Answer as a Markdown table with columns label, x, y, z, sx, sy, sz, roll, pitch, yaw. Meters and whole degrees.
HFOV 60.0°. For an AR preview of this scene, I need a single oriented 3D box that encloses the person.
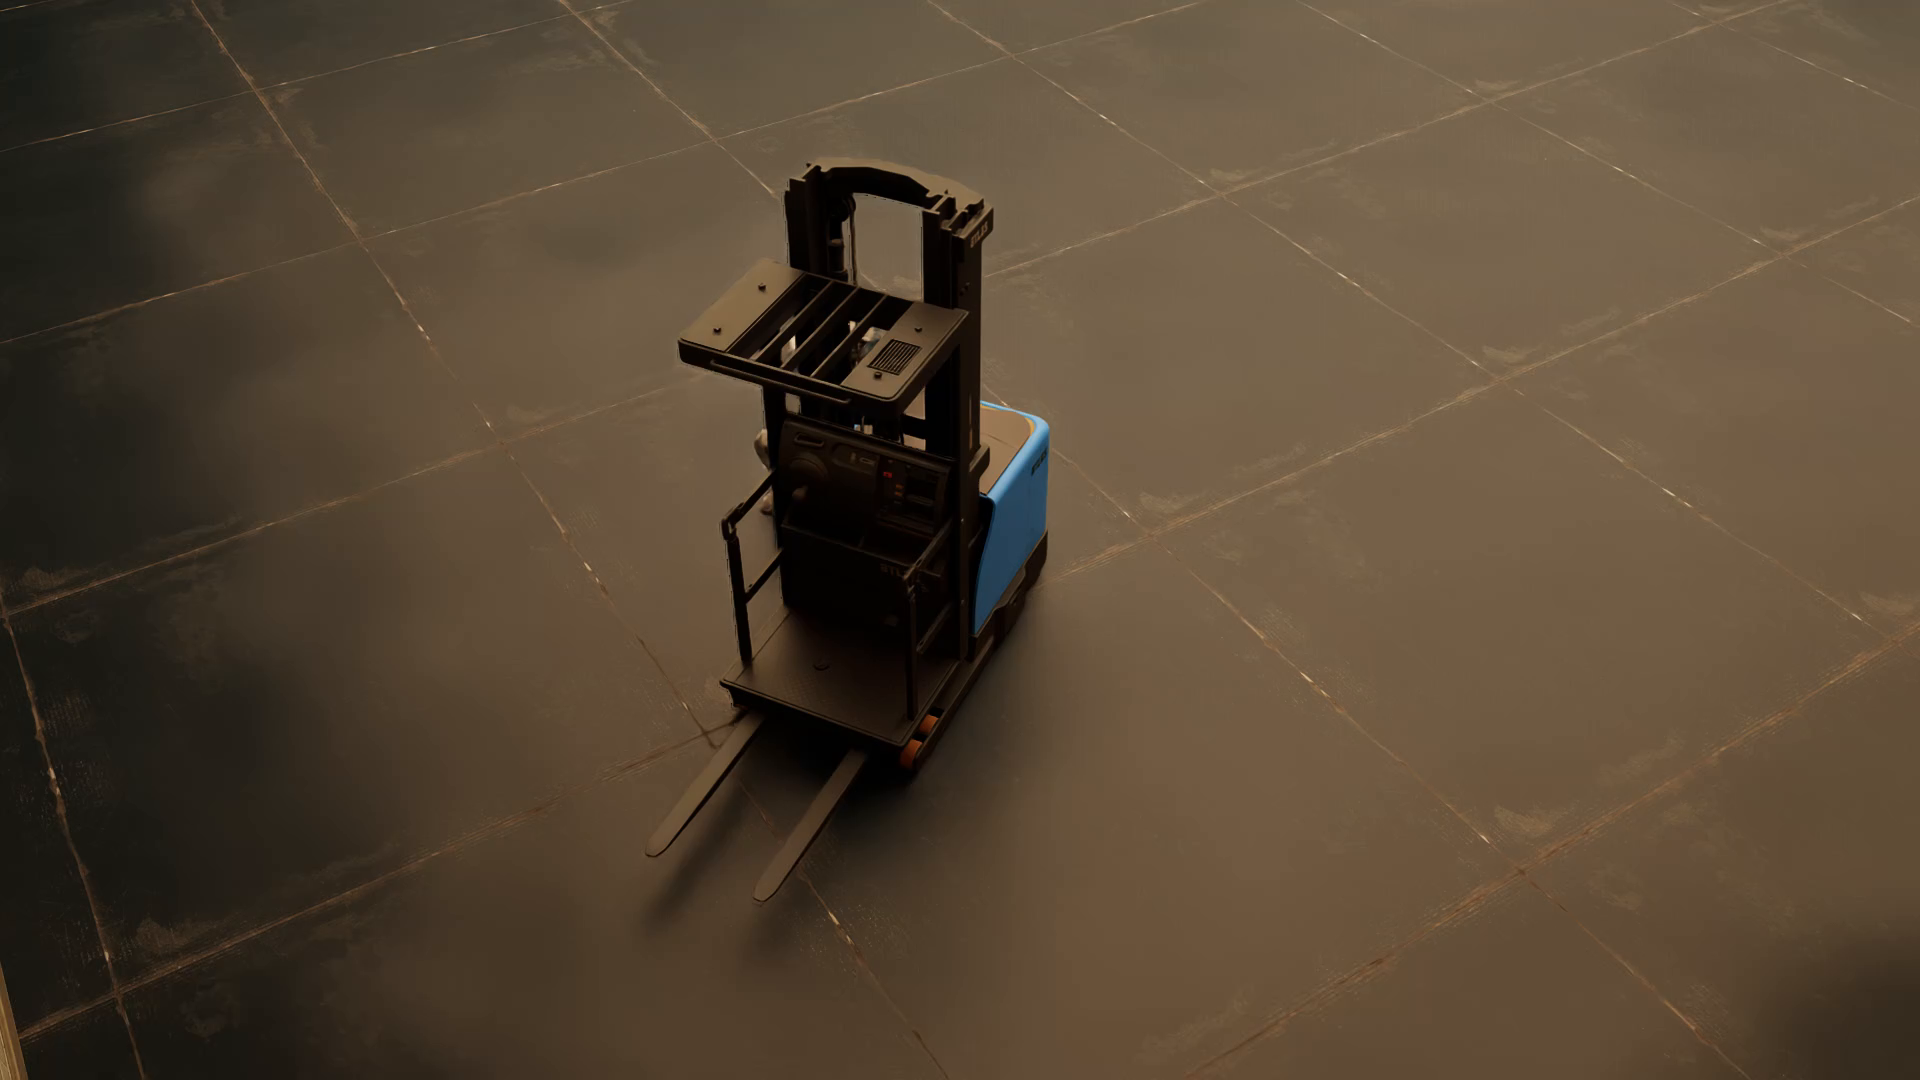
| label | x | y | z | sx | sy | sz | roll | pitch | yaw |
| --- | --- | --- | --- | --- | --- | --- | --- | --- | --- |
| person | -0.761 | -0.581 | 9.684 | 0.928 | 1.381 | 0.892 | -4 | 41 | -5 |

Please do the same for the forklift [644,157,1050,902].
| label | x | y | z | sx | sy | sz | roll | pitch | yaw |
| --- | --- | --- | --- | --- | --- | --- | --- | --- | --- |
| forklift | -0.575 | -0.227 | 8.131 | 1.130 | 2.935 | 3.031 | 17 | 44 | 19 |
